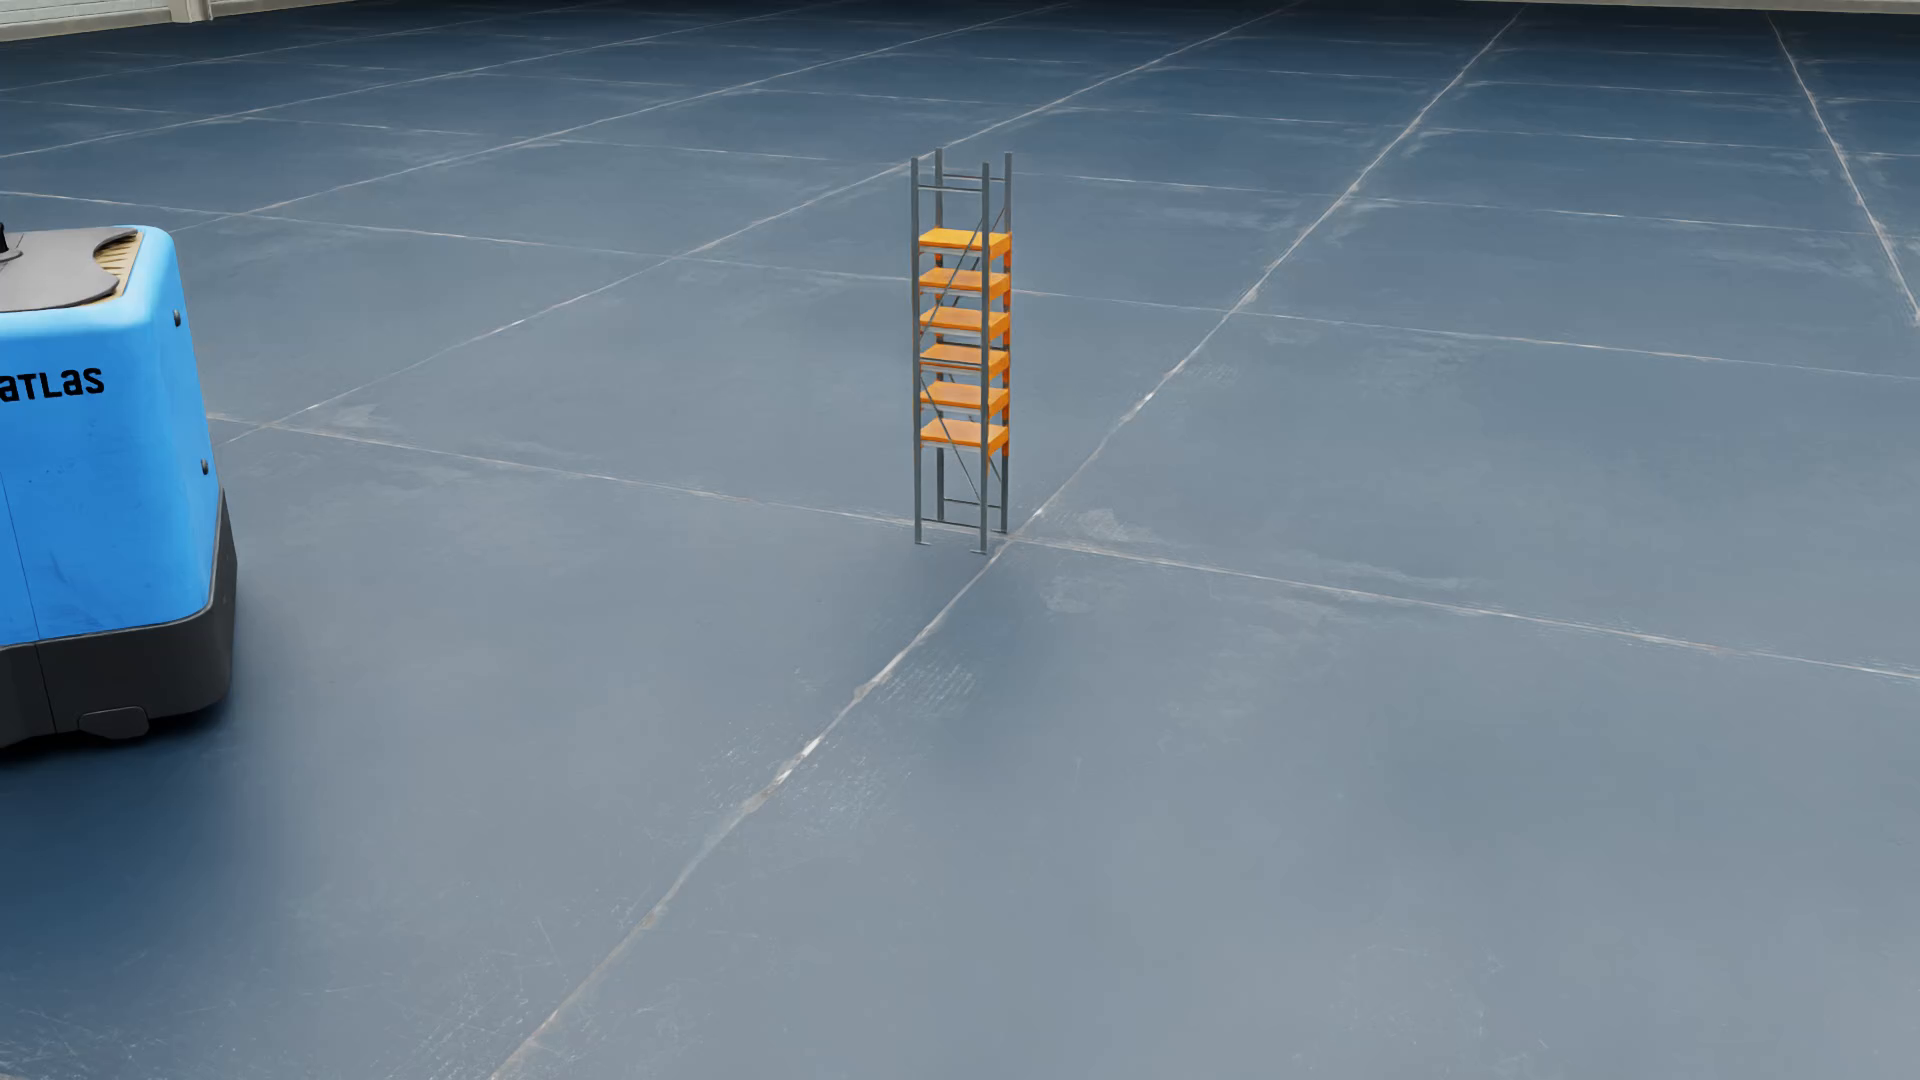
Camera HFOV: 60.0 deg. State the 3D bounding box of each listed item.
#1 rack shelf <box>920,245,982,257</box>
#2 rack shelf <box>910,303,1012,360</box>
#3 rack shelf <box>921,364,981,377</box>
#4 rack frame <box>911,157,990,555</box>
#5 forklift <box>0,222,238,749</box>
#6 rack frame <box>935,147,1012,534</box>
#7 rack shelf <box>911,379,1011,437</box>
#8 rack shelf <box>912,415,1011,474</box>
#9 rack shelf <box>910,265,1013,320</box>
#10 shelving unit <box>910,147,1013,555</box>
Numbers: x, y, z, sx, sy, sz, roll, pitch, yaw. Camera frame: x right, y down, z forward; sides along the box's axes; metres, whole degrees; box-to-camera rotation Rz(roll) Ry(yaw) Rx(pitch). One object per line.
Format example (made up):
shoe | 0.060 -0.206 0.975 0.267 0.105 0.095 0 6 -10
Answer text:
rack shelf | 0.005 -0.868 4.902 0.199 0.020 0.166 9 24 20
rack shelf | 0.005 -0.629 5.002 0.258 0.103 0.180 9 24 20
rack shelf | 0.005 -0.536 5.041 0.199 0.020 0.166 9 24 20
rack frame | -0.029 -0.526 4.953 0.240 1.200 0.006 9 24 20
forklift | -3.398 -0.819 3.522 3.031 2.843 1.129 -8 24 -19
rack frame | 0.039 -0.592 5.110 0.240 1.200 0.006 9 24 20
rack shelf | 0.005 -0.407 5.095 0.258 0.103 0.180 9 24 20
rack shelf | 0.005 -0.296 5.141 0.258 0.103 0.180 9 24 20
rack shelf | 0.005 -0.739 4.956 0.258 0.103 0.180 9 24 20
shelving unit | 0.005 -0.559 5.031 0.258 1.200 0.189 9 24 20
